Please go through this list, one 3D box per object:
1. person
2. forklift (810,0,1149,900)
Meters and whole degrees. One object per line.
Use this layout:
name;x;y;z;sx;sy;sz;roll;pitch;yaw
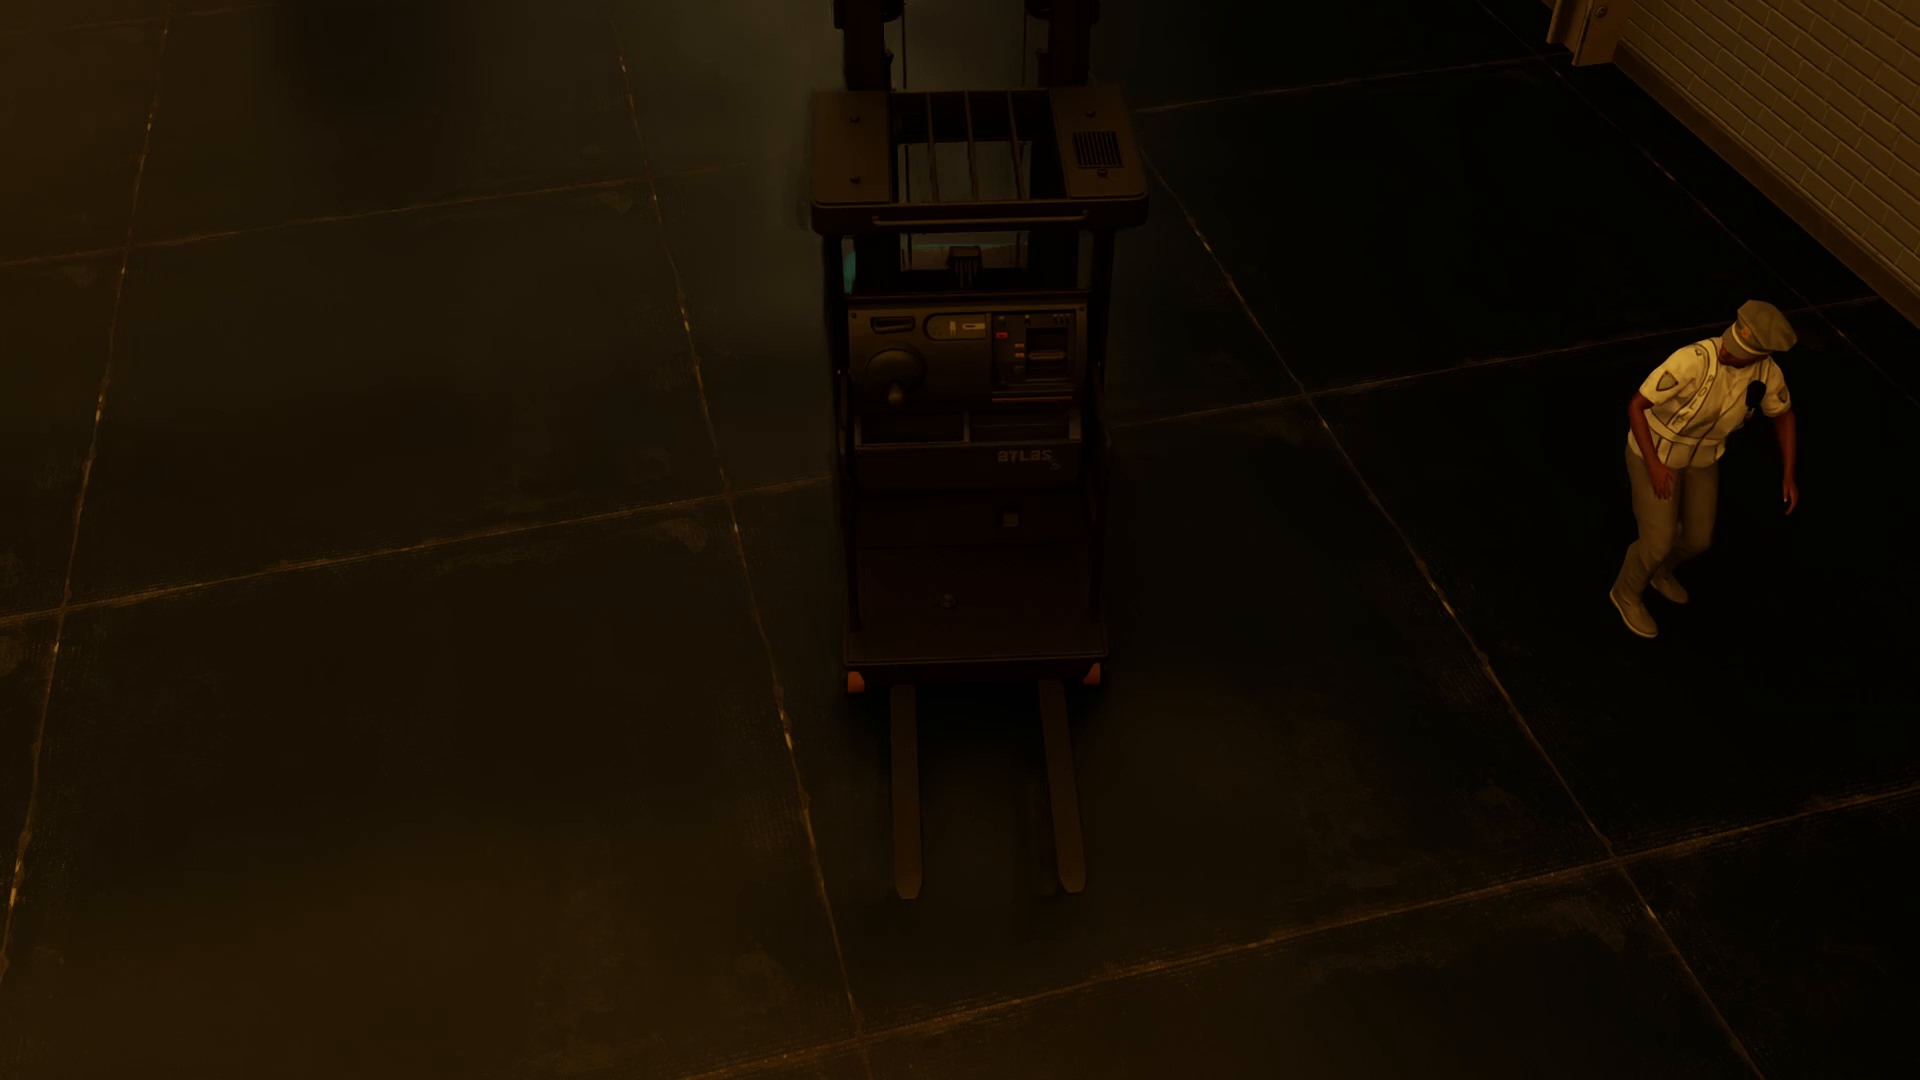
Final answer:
person;3.080;-0.285;6.935;0.691;1.630;0.577;-7;44;-8
forklift;0.045;-0.642;6.324;1.130;2.935;3.031;-2;43;-2
